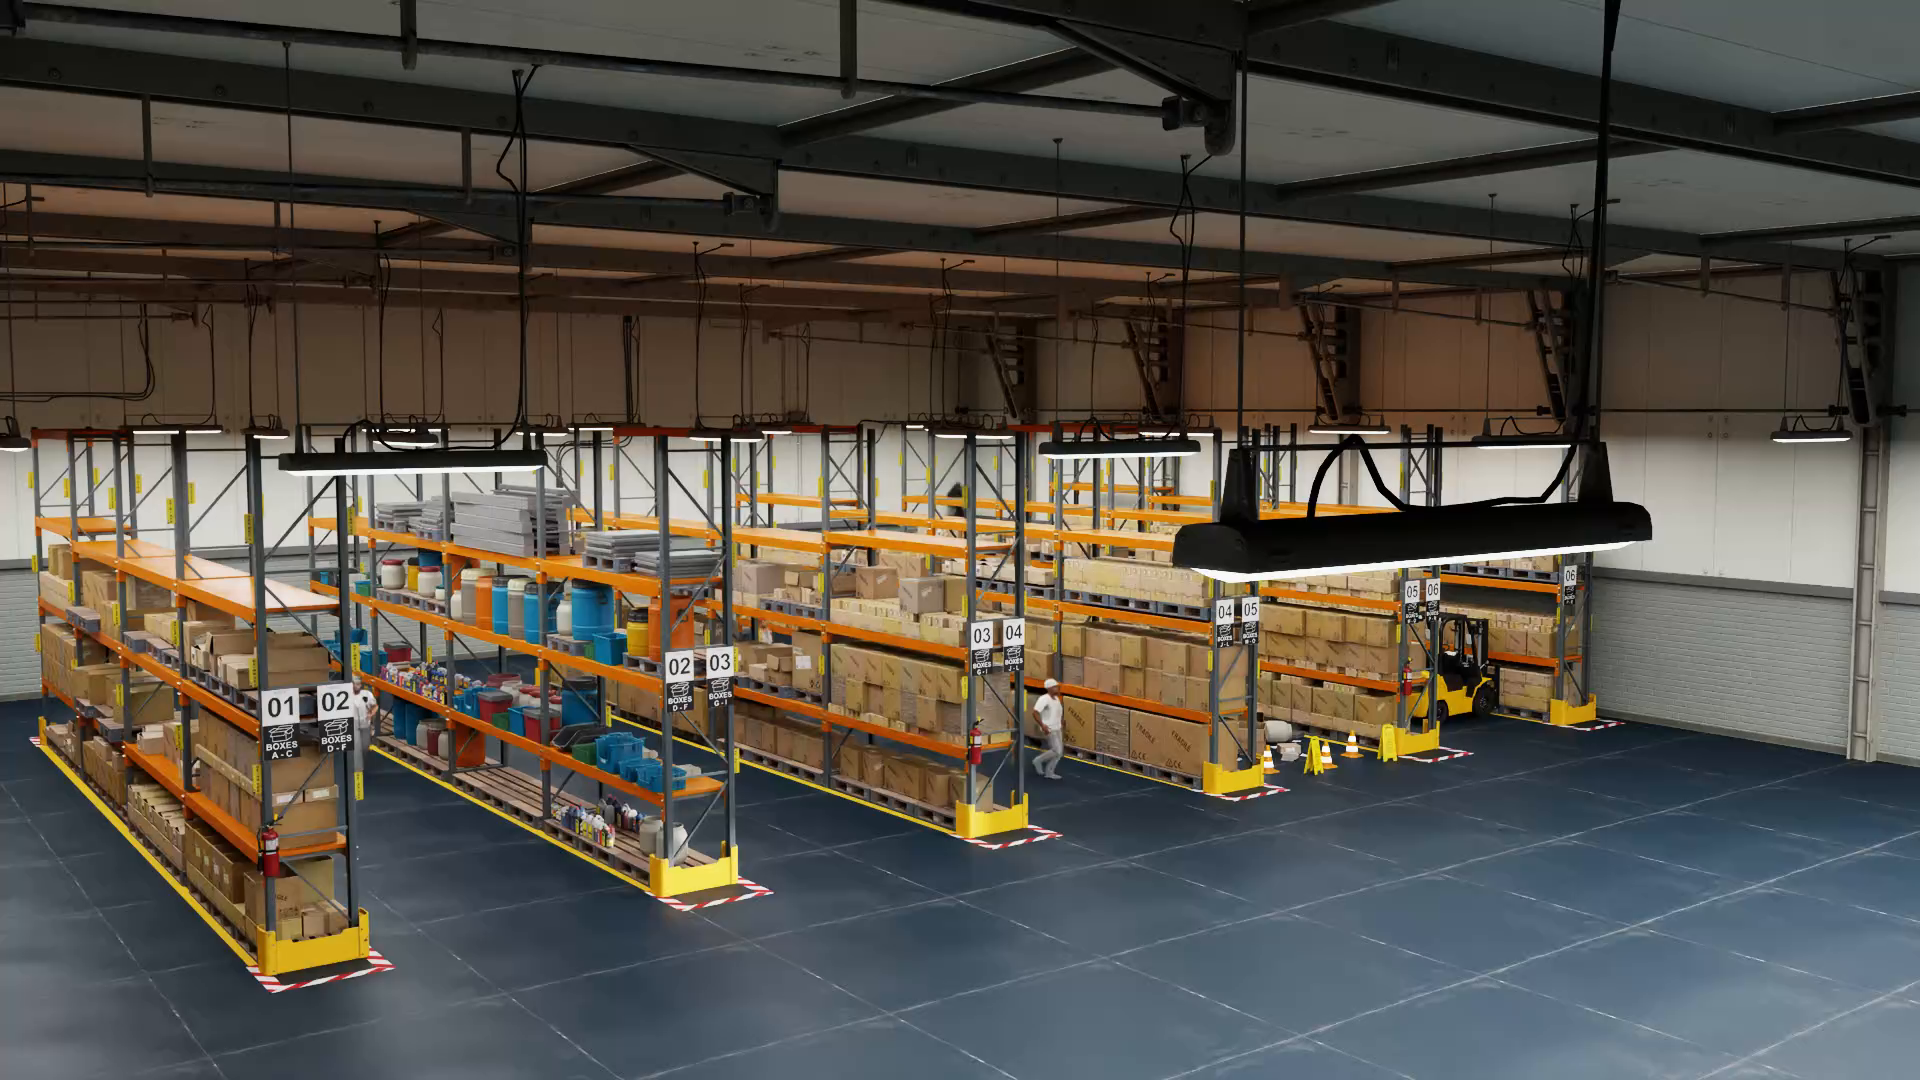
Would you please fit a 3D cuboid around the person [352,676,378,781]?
[{"bbox_3d":[-10.376,3.209,28.673,0.636,1.789,0.808,-2,5,-26],"label":"person"}]

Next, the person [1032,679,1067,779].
[{"bbox_3d":[1.535,3.236,28.501,0.546,1.726,0.708,3,5,31],"label":"person"}]

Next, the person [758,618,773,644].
[{"bbox_3d":[-4.278,2.563,36.728,0.636,1.772,0.626,-4,6,-38],"label":"person"}]
